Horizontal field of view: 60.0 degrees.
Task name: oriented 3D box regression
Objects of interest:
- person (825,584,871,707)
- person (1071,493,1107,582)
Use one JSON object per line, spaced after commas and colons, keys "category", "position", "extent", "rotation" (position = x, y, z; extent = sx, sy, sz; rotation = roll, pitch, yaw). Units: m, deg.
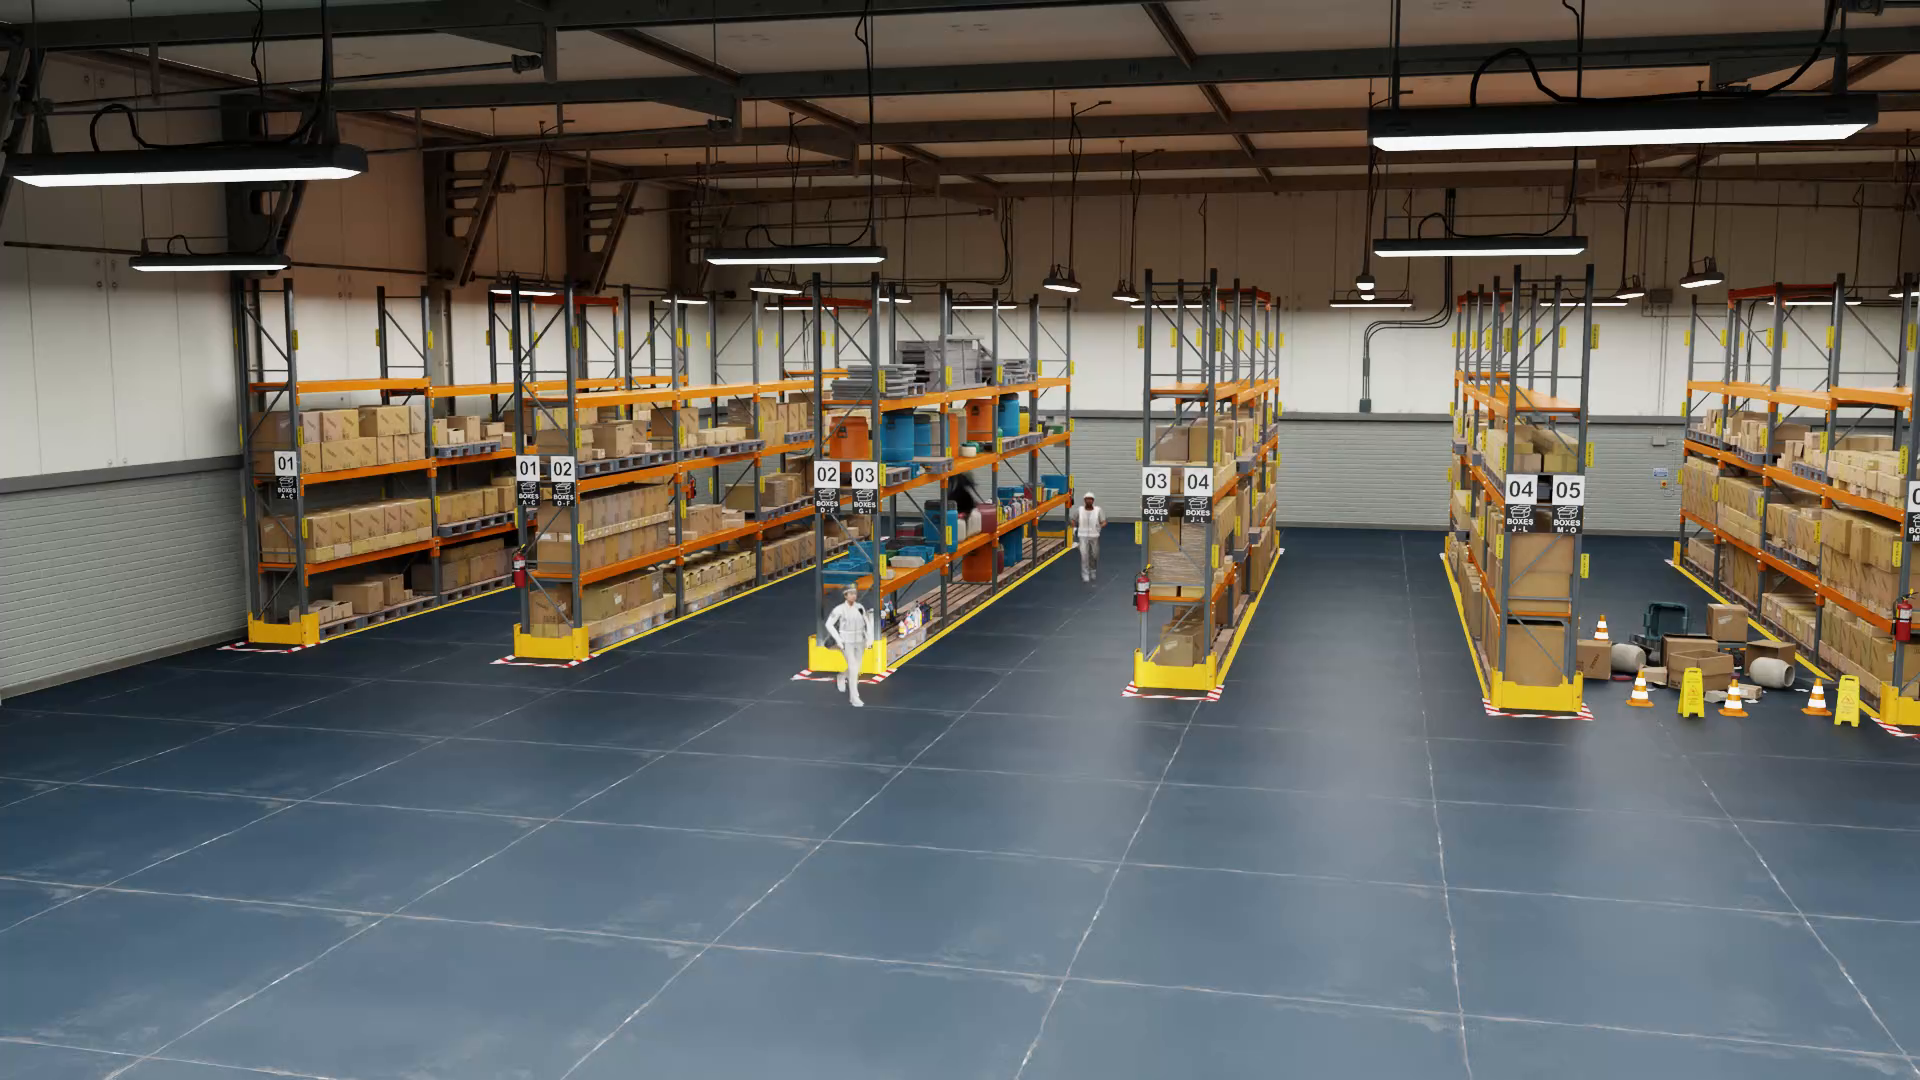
{"category": "person", "position": [-1.549, 1.422, 23.055], "extent": [0.645, 1.679, 0.759], "rotation": [-5, 8, -36]}
{"category": "person", "position": [2.525, -0.053, 32.690], "extent": [0.706, 1.759, 0.760], "rotation": [1, 7, 5]}
